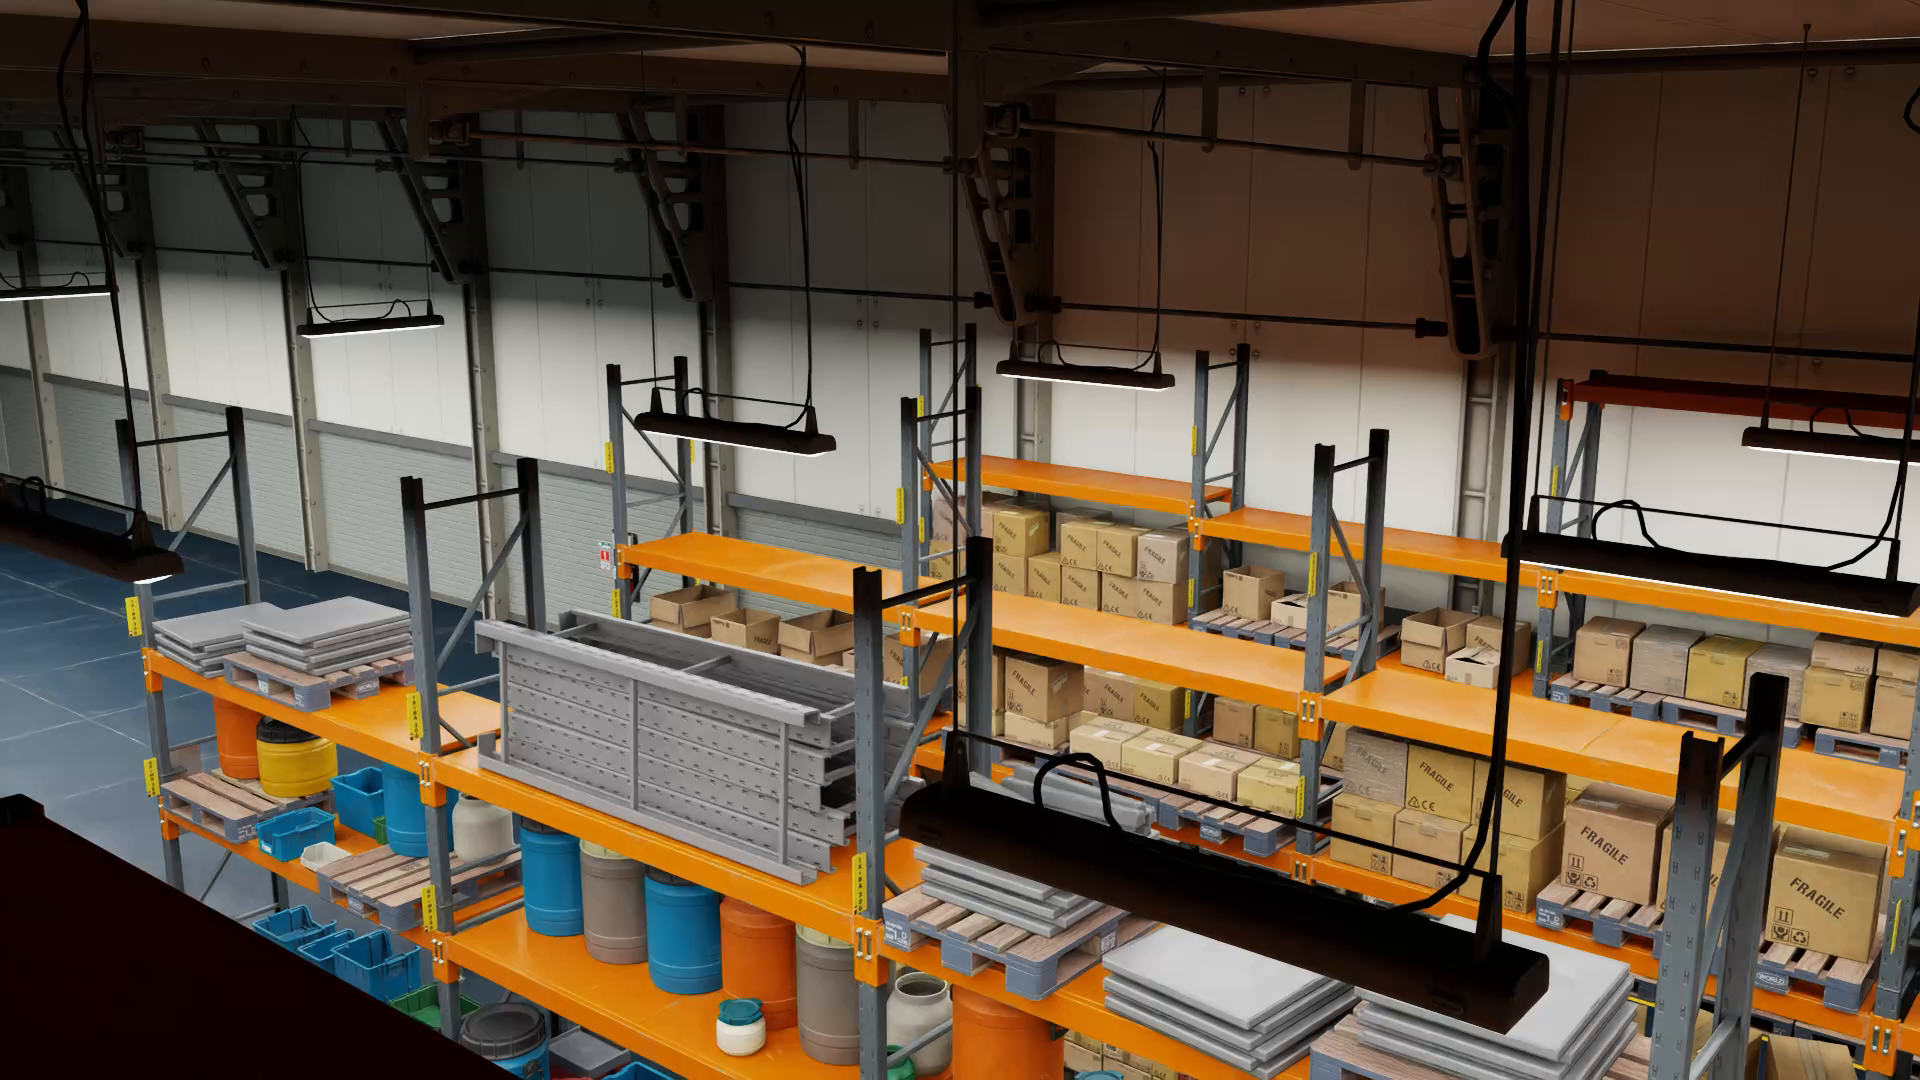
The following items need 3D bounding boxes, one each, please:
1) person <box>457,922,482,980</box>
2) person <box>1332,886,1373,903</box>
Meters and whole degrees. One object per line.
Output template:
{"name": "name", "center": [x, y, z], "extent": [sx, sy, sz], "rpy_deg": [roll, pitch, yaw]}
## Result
{"name": "person", "center": [-5.012, 3.568, 16.612], "extent": [0.448, 1.655, 0.829], "rpy_deg": [2, 13, 11]}
{"name": "person", "center": [3.870, 3.713, 16.018], "extent": [0.871, 1.638, 0.486], "rpy_deg": [9, 15, 35]}
